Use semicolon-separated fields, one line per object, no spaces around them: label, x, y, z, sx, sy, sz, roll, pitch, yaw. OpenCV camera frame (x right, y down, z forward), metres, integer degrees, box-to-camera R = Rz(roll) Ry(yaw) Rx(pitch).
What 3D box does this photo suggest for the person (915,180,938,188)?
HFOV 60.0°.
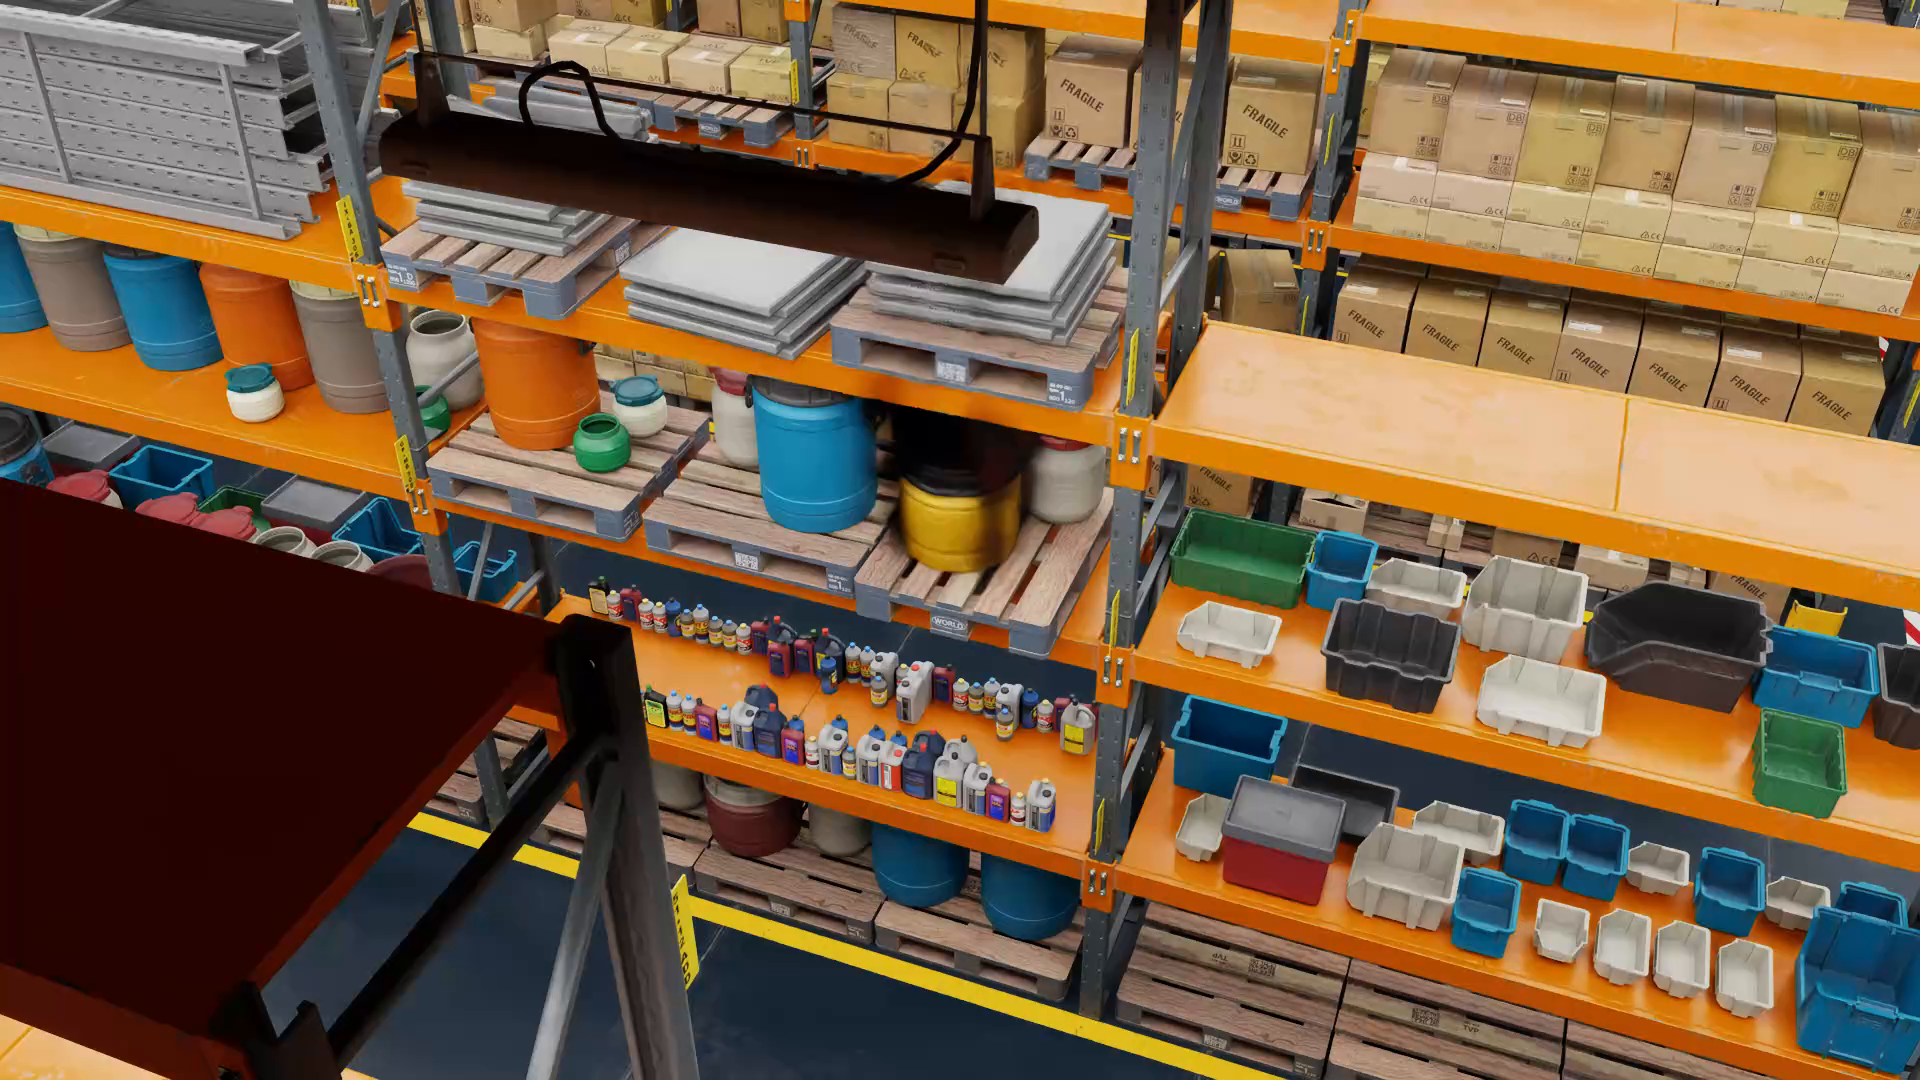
person;-0.303;-2.635;15.423;0.903;1.814;0.672;13;38;17
